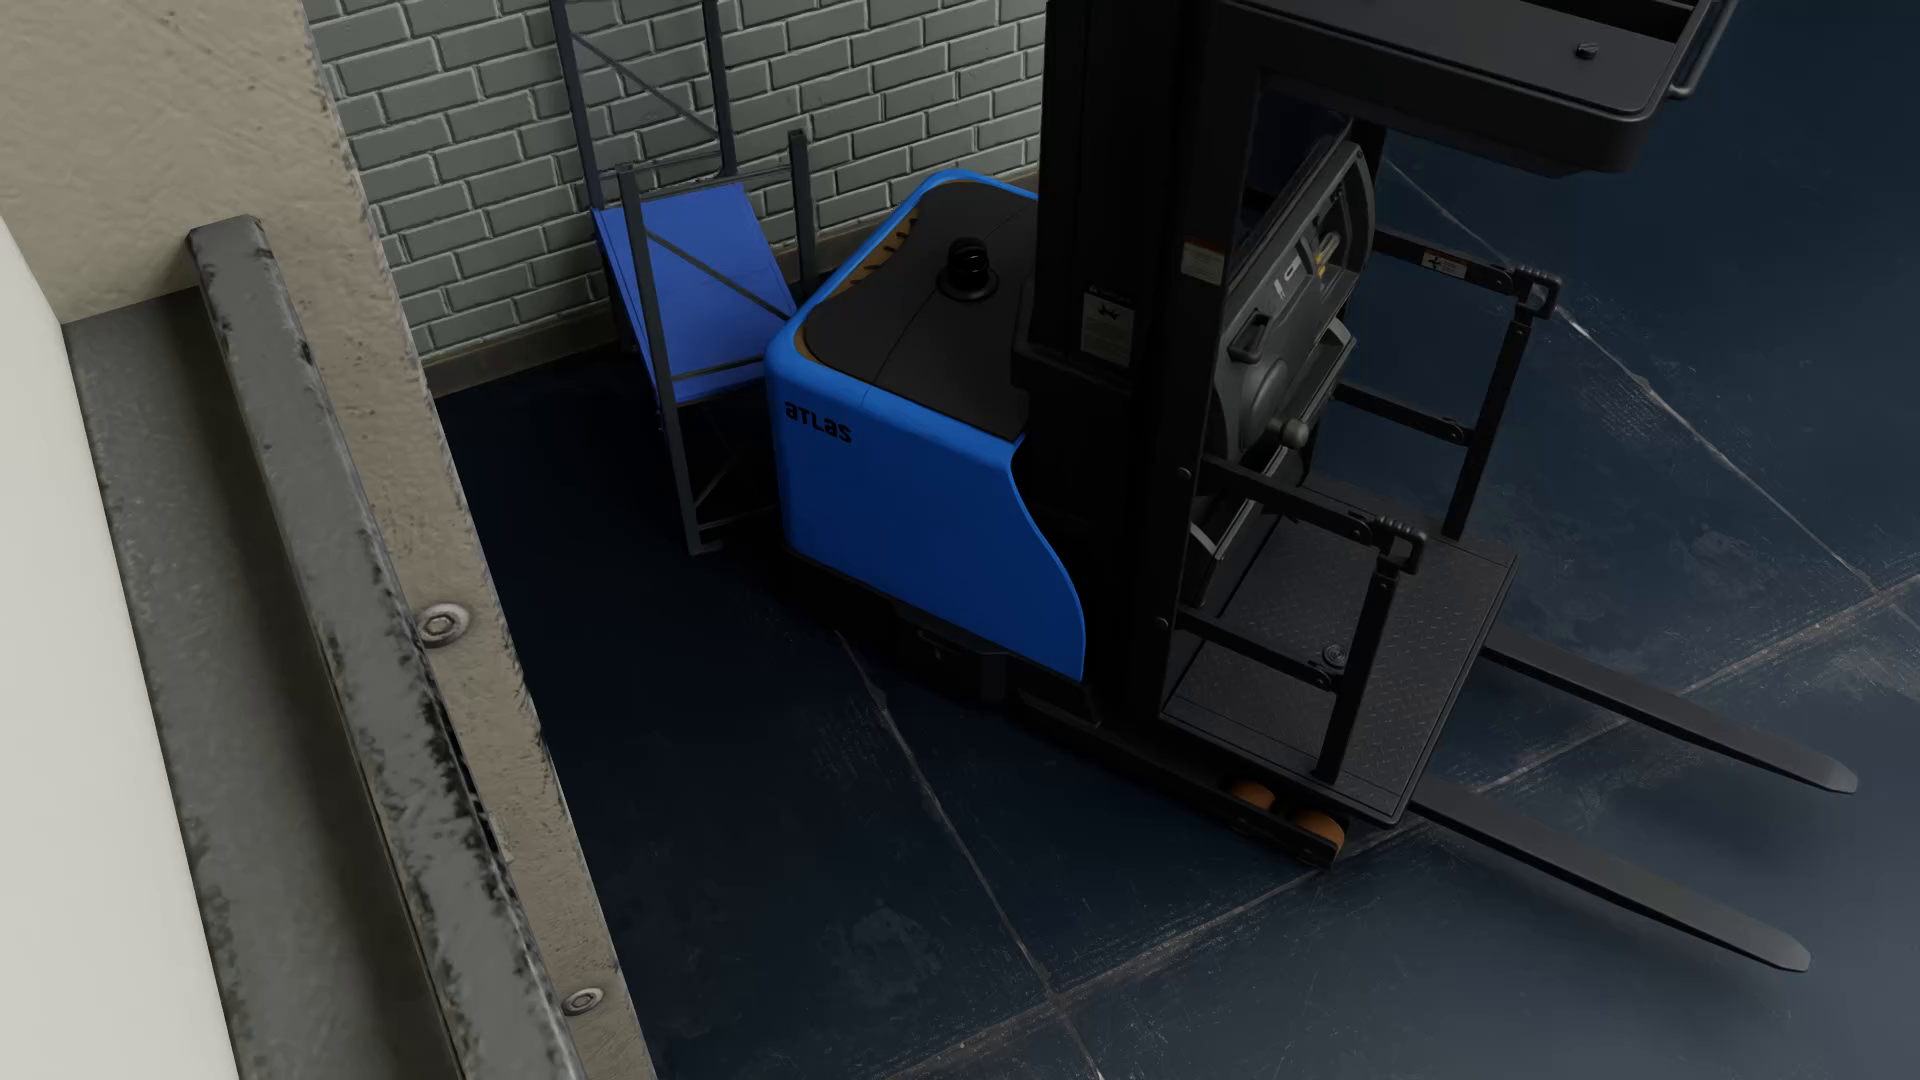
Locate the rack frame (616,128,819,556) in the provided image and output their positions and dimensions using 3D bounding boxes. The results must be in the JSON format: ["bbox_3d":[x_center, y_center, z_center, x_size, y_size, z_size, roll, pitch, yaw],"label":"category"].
[{"bbox_3d":[-0.643,-0.516,4.872,0.500,1.500,0.032,-15,51,-13],"label":"rack frame"}]

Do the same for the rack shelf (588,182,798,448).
[{"bbox_3d":[-0.816,-0.757,5.322,0.538,0.185,1.000,-15,51,-13],"label":"rack shelf"}]

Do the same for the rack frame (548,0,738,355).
[{"bbox_3d":[-0.989,-1.236,5.502,0.500,1.500,0.032,-15,51,-13],"label":"rack frame"}]

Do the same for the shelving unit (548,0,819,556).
[{"bbox_3d":[-0.816,-0.876,5.187,0.538,1.500,1.048,-15,51,-13],"label":"shelving unit"}]

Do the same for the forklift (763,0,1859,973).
[{"bbox_3d":[0.985,-0.523,3.927,3.031,2.935,1.130,24,53,19],"label":"forklift"}]
